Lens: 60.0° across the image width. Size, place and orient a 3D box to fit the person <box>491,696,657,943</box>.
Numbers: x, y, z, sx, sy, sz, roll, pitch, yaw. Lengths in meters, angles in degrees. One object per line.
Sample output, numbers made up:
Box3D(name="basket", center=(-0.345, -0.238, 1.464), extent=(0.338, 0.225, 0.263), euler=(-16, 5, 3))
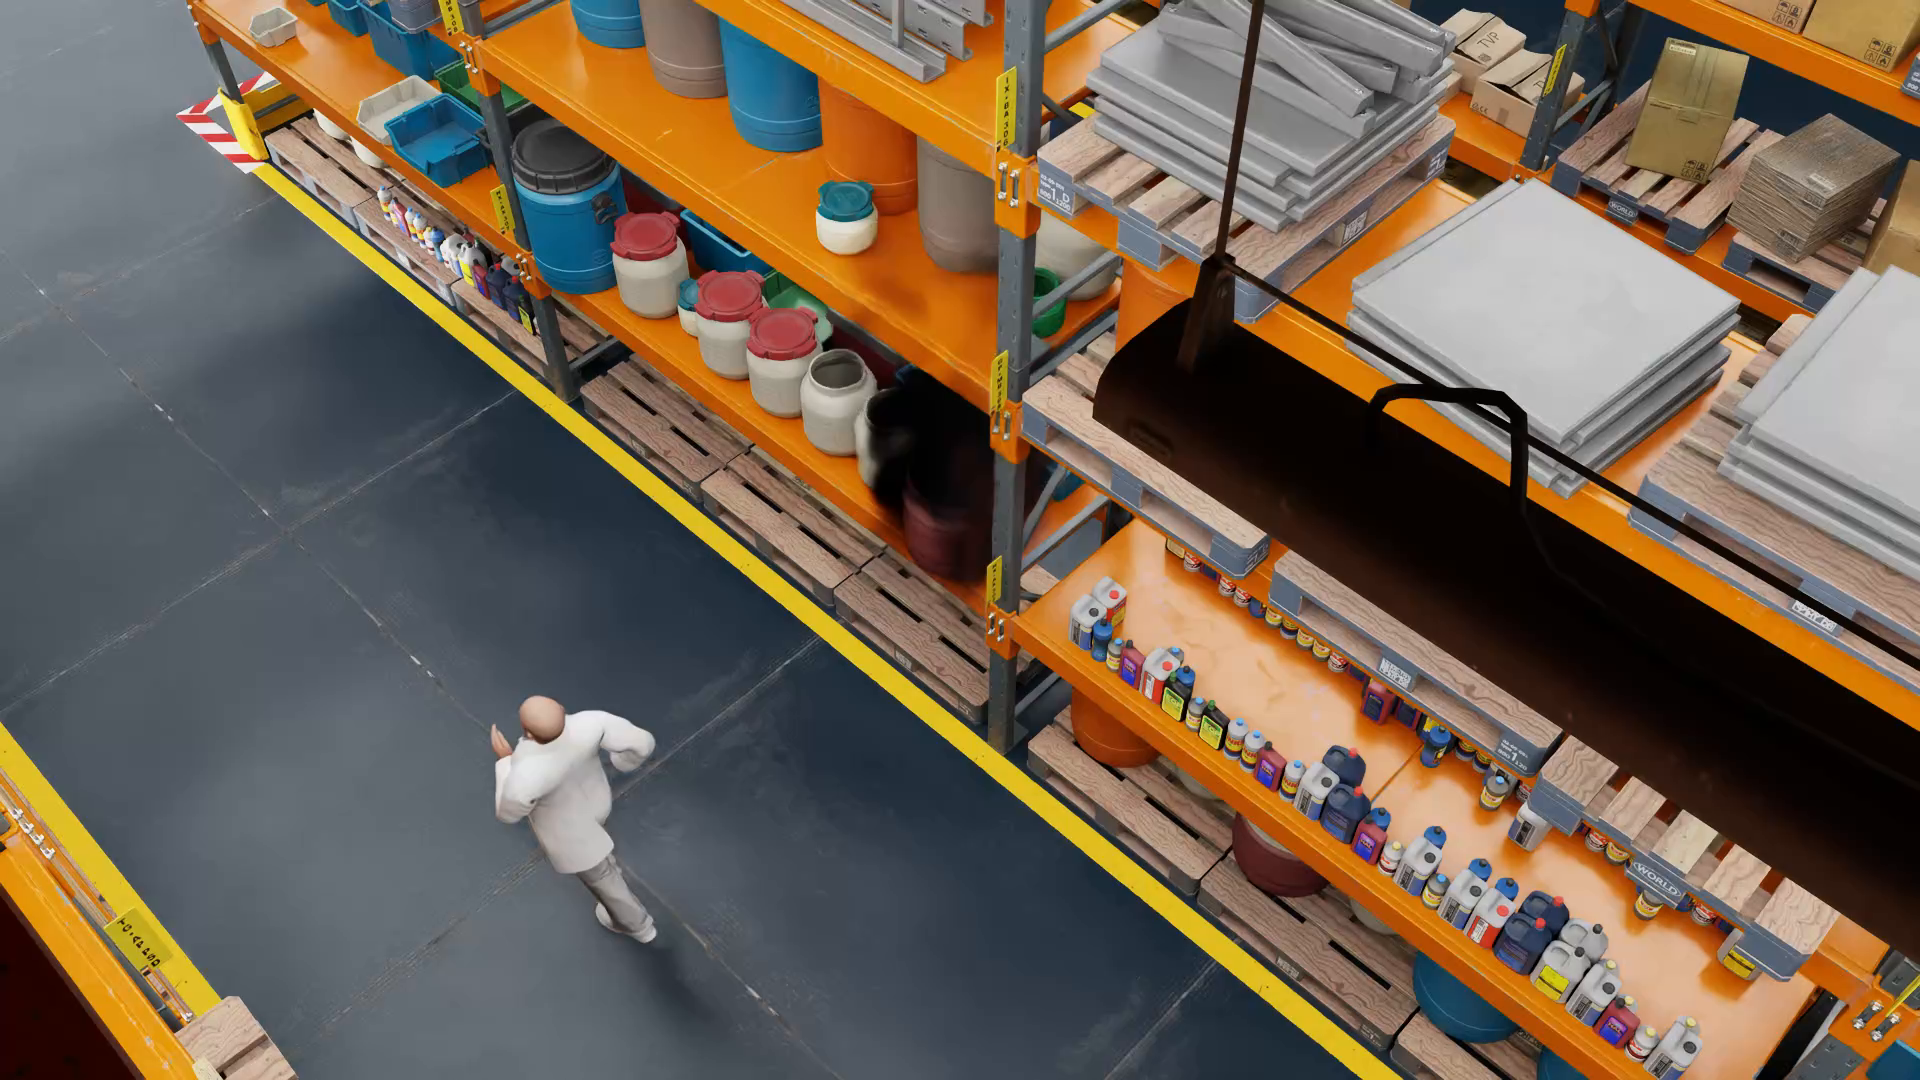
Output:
Box3D(name="person", center=(-1.809, 1.283, 7.810), extent=(0.800, 1.900, 0.669), euler=(26, 55, 20))
